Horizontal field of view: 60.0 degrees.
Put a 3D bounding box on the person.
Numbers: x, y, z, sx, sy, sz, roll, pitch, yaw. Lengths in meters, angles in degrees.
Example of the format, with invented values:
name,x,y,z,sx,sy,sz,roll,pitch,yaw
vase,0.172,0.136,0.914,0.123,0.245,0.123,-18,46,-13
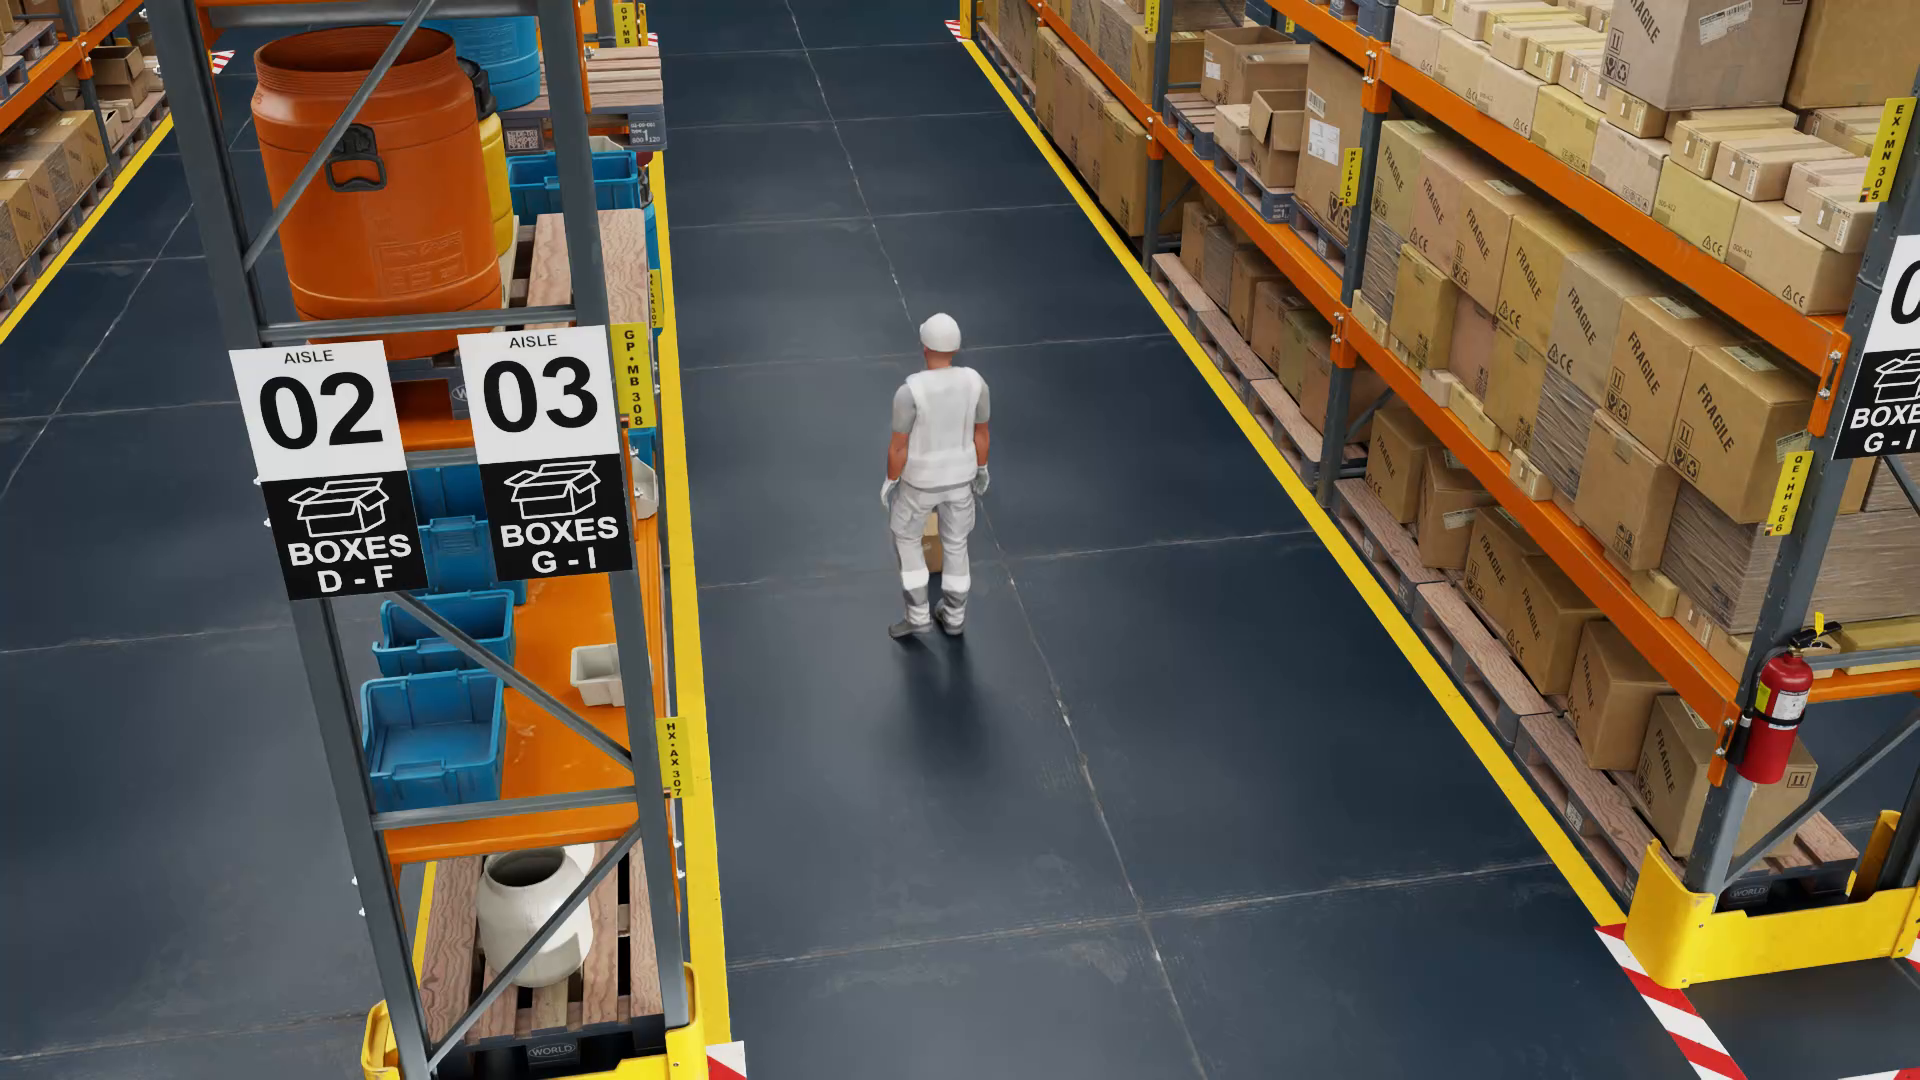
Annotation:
name,x,y,z,sx,sy,sz,roll,pitch,yaw
person,-0.125,-0.307,8.635,0.609,1.822,0.373,-11,32,-18
